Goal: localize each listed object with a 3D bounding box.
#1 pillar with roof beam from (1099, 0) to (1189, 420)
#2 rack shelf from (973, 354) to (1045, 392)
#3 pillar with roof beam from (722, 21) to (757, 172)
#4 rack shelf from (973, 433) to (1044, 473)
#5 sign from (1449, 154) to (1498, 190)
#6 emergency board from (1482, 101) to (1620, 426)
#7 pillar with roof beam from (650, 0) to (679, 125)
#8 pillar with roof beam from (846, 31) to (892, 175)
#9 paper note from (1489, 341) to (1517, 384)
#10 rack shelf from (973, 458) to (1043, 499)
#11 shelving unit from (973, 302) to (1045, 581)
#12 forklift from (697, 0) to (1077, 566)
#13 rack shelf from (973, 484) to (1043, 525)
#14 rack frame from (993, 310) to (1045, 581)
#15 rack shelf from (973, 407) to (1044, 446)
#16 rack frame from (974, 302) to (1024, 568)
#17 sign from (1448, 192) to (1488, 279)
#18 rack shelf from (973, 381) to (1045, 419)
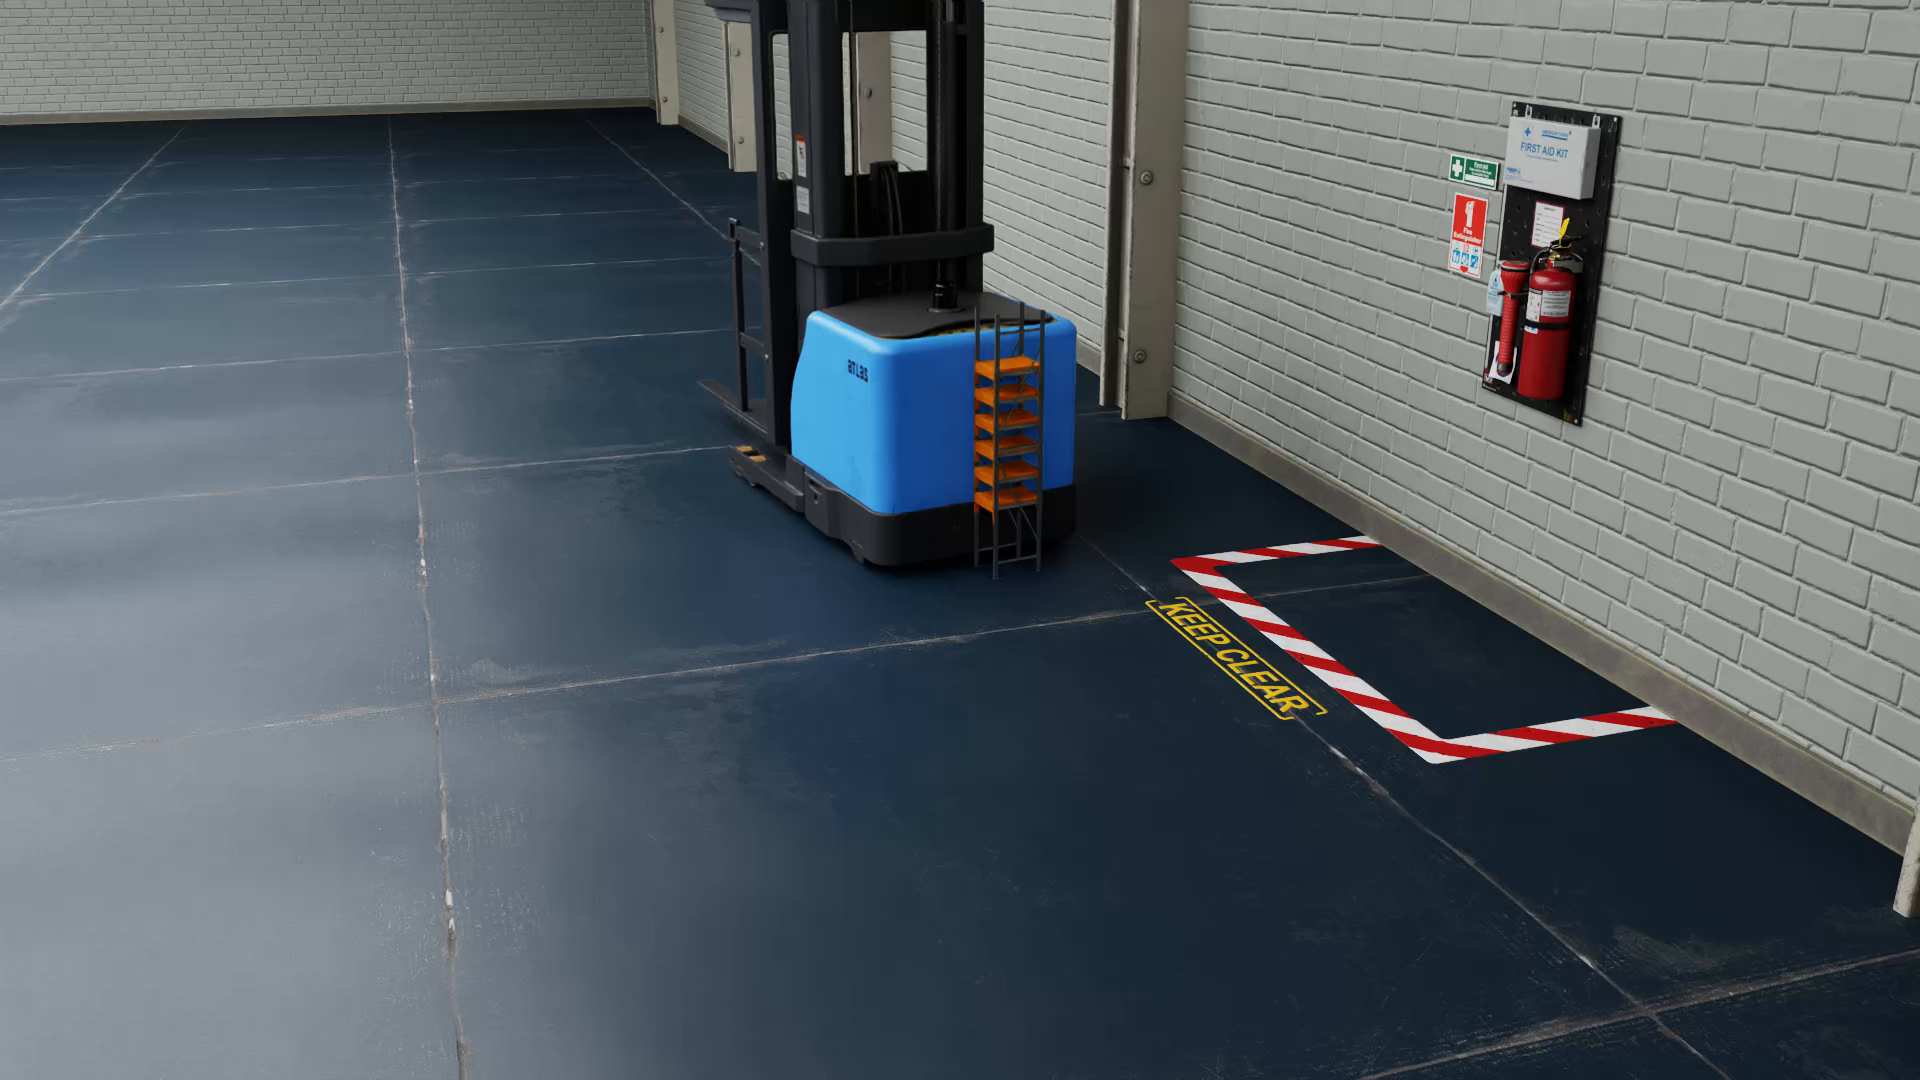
[{"bbox_3d":[-3.020,-4.572,7.334,9.100,9.000,0.400,-6,21,-17],"label":"pillar with roof beam"},{"bbox_3d":[0.214,-0.726,7.228,0.258,0.103,0.180,-10,22,-26],"label":"rack shelf"},{"bbox_3d":[-6.792,-8.423,18.055,9.100,9.000,0.400,-6,21,-17],"label":"pillar with roof beam"},{"bbox_3d":[0.214,-0.387,7.350,0.258,0.103,0.180,-10,22,-26],"label":"rack shelf"},{"bbox_3d":[2.129,-1.530,6.902,0.001,0.109,0.331,-6,21,-17],"label":"sign"},{"bbox_3d":[2.212,-1.078,6.480,0.194,1.169,0.643,-6,21,-17],"label":"emergency board"},{"bbox_3d":[-8.678,-10.349,23.416,9.100,9.000,0.400,-6,21,-17],"label":"pillar with roof beam"},{"bbox_3d":[-4.906,-6.498,12.695,9.100,9.000,0.400,-6,21,-17],"label":"pillar with roof beam"},{"bbox_3d":[2.222,-0.728,6.808,0.016,0.148,0.142,-6,21,-17],"label":"paper note"},{"bbox_3d":[0.214,-0.274,7.390,0.258,0.103,0.180,-10,22,-26],"label":"rack shelf"},{"bbox_3d":[0.214,-0.429,7.335,0.258,1.200,0.189,-10,22,-26],"label":"shelving unit"},{"bbox_3d":[-0.578,-1.719,8.365,1.130,2.935,3.031,-10,22,-26],"label":"forklift"},{"bbox_3d":[0.214,-0.161,7.431,0.258,0.103,0.180,-10,22,-26],"label":"rack shelf"},{"bbox_3d":[0.256,-0.401,7.258,0.240,1.200,0.006,-10,22,-26],"label":"rack frame"},{"bbox_3d":[0.214,-0.500,7.309,0.258,0.103,0.180,-10,22,-26],"label":"rack shelf"},{"bbox_3d":[0.172,-0.456,7.411,0.240,1.200,0.006,-10,22,-26],"label":"rack frame"},{"bbox_3d":[2.136,-1.283,6.999,0.001,0.329,0.234,-6,21,-17],"label":"sign"},{"bbox_3d":[0.214,-0.613,7.269,0.258,0.103,0.180,-10,22,-26],"label":"rack shelf"}]
